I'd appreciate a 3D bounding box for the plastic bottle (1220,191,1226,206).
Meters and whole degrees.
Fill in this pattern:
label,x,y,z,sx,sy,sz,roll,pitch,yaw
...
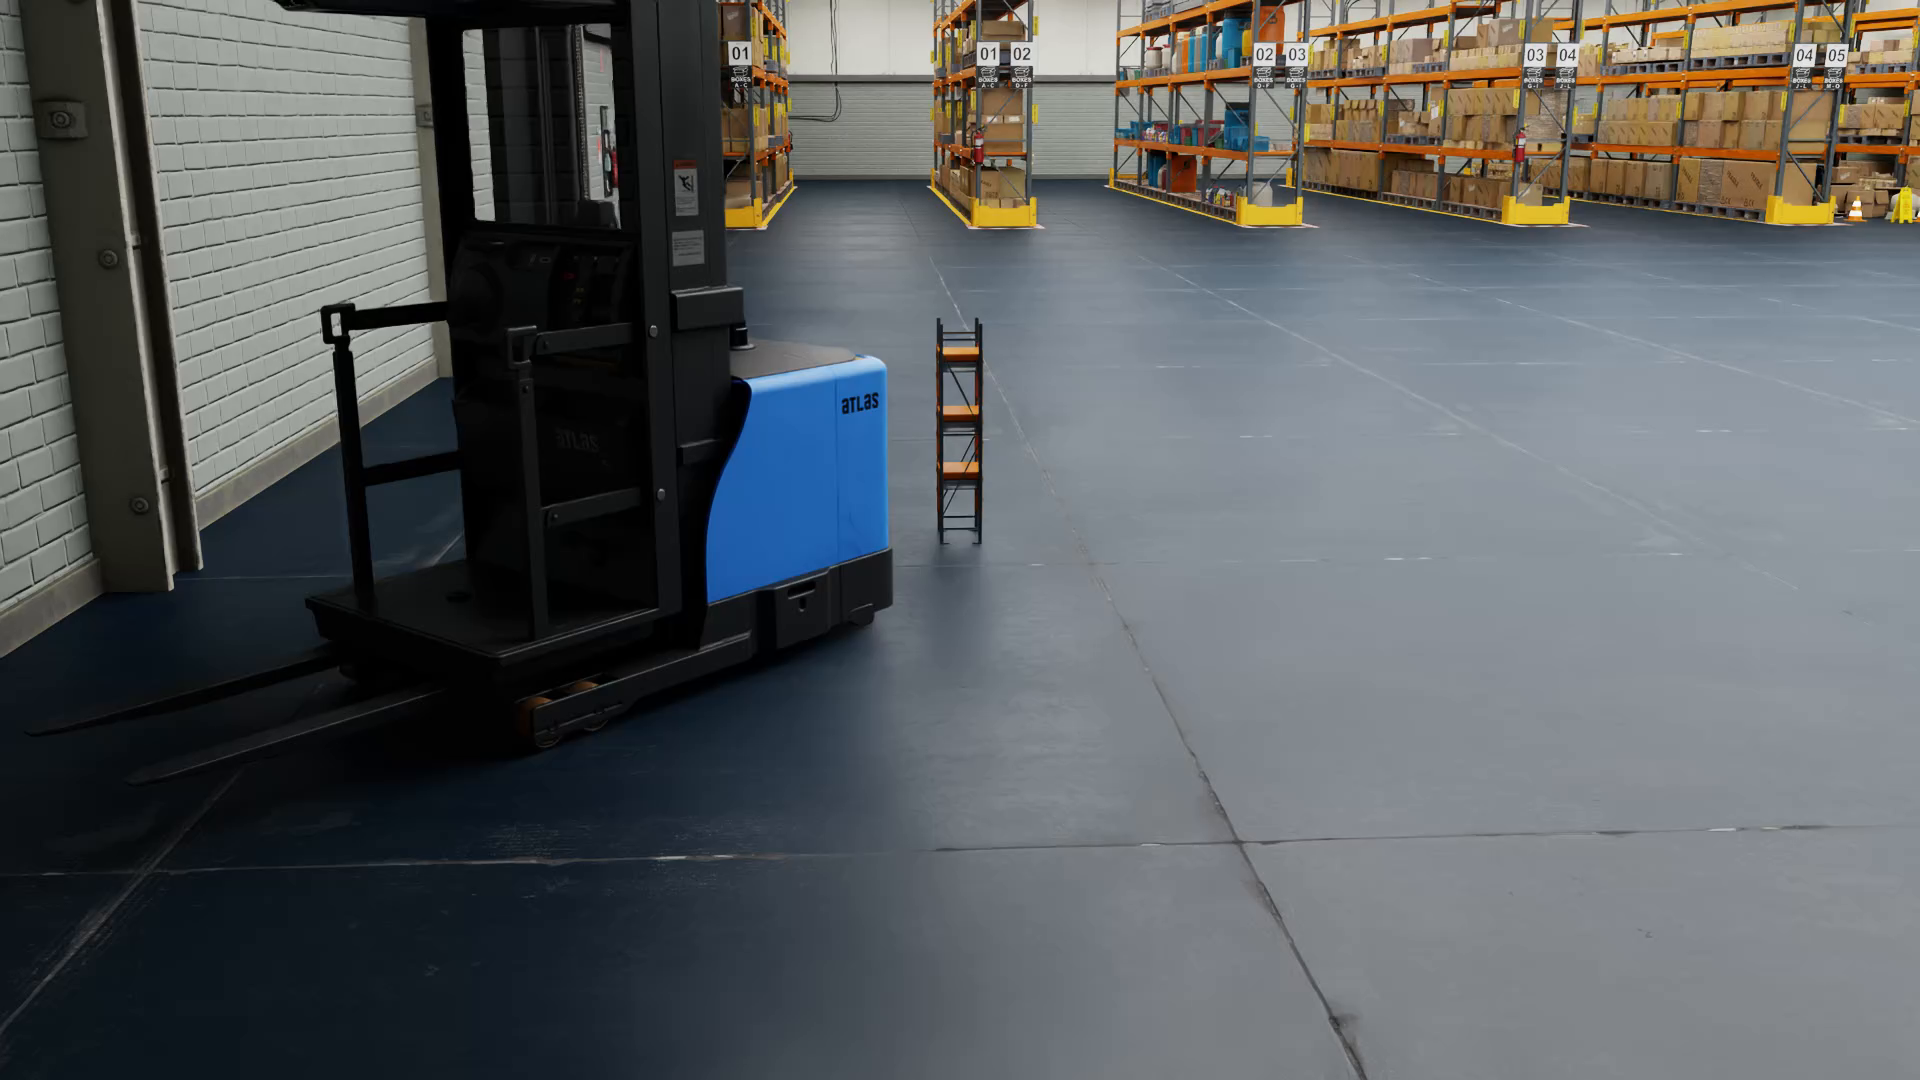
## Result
label,x,y,z,sx,sy,sz,roll,pitch,yaw
plastic bottle,5.184,-6.682,32.559,0.152,0.276,0.135,-1,14,-5

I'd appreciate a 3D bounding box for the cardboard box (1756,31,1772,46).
label,x,y,z,sx,sy,sz,roll,pitch,yaw
cardboard box,15.293,-9.386,31.127,0.500,0.250,0.500,-1,14,-3

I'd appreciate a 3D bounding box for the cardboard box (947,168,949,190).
label,x,y,z,sx,sy,sz,roll,pitch,yaw
cardboard box,-0.032,-8.514,39.233,0.500,0.500,0.500,-1,14,-5

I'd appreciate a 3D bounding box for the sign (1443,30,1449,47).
label,x,y,z,sx,sy,sz,roll,pitch,yaw
sign,9.874,-10.196,33.786,0.100,0.325,0.005,-1,14,-3

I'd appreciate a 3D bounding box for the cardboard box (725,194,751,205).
label,x,y,z,sx,sy,sz,roll,pitch,yaw
cardboard box,-4.145,-6.313,31.058,0.500,0.311,0.500,0,14,1

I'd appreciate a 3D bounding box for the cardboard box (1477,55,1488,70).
label,x,y,z,sx,sy,sz,roll,pitch,yaw
cardboard box,10.298,-9.189,32.004,0.500,0.250,0.500,-1,14,-4

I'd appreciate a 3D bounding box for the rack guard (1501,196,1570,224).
label,x,y,z,sx,sy,sz,roll,pitch,yaw
rack guard,10.671,-6.125,30.829,1.175,0.500,0.348,-1,14,-3

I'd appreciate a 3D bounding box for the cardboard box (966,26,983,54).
label,x,y,z,sx,sy,sz,roll,pitch,yaw
cardboard box,0.516,-9.522,31.663,0.797,0.503,0.637,1,14,3

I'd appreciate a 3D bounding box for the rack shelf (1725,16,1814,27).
label,x,y,z,sx,sy,sz,roll,pitch,yaw
rack shelf,19.947,-12.320,40.096,1.077,0.370,4.000,-1,14,-3

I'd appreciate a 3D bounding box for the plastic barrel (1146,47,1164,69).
label,x,y,z,sx,sy,sz,roll,pitch,yaw
plastic barrel,4.771,-11.812,40.779,0.433,0.535,0.433,0,14,0

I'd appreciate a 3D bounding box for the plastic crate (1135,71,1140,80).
label,x,y,z,sx,sy,sz,roll,pitch,yaw
plastic crate,4.660,-11.675,41.790,0.450,0.188,0.662,-1,14,-3

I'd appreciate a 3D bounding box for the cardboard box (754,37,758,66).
label,x,y,z,sx,sy,sz,roll,pitch,yaw
cardboard box,-3.925,-8.819,30.023,0.500,0.500,0.500,0,14,0

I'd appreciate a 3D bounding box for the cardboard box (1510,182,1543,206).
label,x,y,z,sx,sy,sz,roll,pitch,yaw
cardboard box,10.653,-6.465,31.307,0.500,0.500,0.500,2,15,7

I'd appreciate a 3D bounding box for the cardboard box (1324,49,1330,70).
label,x,y,z,sx,sy,sz,roll,pitch,yaw
cardboard box,9.795,-12.382,42.865,0.700,0.500,0.500,0,14,-1

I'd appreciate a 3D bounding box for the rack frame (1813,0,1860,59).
label,x,y,z,sx,sy,sz,roll,pitch,yaw
rack frame,20.071,-12.365,38.024,1.000,3.000,0.127,-1,14,-3

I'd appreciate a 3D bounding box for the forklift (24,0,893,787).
label,x,y,z,sx,sy,sz,roll,pitch,yaw
forklift,-1.578,-0.882,5.573,1.130,2.935,3.031,11,18,37

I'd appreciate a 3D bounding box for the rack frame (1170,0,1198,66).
label,x,y,z,sx,sy,sz,roll,pitch,yaw
rack frame,5.236,-12.135,37.132,1.000,3.000,0.127,-1,14,-3

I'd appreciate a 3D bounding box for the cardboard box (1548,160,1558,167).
label,x,y,z,sx,sy,sz,roll,pitch,yaw
cardboard box,14.733,-9.261,40.671,0.500,0.250,0.500,0,14,-1

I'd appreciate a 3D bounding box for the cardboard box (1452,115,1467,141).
label,x,y,z,sx,sy,sz,roll,pitch,yaw
cardboard box,10.389,-8.266,33.336,0.875,0.500,0.500,-1,14,-3

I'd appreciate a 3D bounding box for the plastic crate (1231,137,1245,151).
label,x,y,z,sx,sy,sz,roll,pitch,yaw
plastic crate,5.368,-7.450,31.259,0.499,0.251,0.408,-1,14,-3

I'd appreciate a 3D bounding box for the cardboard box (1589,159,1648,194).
label,x,y,z,sx,sy,sz,roll,pitch,yaw
cardboard box,15.084,-8.319,38.010,1.050,0.750,0.750,-1,14,-4

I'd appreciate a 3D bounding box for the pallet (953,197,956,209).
label,x,y,z,sx,sy,sz,roll,pitch,yaw
pallet,0.377,-7.296,35.959,1.003,0.211,1.213,-1,14,-3

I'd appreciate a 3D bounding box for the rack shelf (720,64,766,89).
label,x,y,z,sx,sy,sz,roll,pitch,yaw
rack shelf,-4.280,-8.689,31.201,1.077,0.370,4.000,-1,14,-3

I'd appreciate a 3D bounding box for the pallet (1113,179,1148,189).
label,x,y,z,sx,sy,sz,roll,pitch,yaw
pallet,4.753,-9.663,45.160,1.003,0.211,1.213,-1,14,-3

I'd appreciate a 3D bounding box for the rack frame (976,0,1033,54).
label,x,y,z,sx,sy,sz,roll,pitch,yaw
rack frame,0.788,-10.070,29.105,1.000,3.000,0.127,-1,14,-3

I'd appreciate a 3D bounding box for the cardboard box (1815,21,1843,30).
label,x,y,z,sx,sy,sz,roll,pitch,yaw
cardboard box,15.929,-9.425,30.479,0.380,0.149,0.250,-1,14,-3

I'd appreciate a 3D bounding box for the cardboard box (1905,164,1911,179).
label,x,y,z,sx,sy,sz,roll,pitch,yaw
cardboard box,24.582,-9.401,42.717,0.500,0.500,0.500,0,14,-1

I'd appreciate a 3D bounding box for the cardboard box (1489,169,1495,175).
label,x,y,z,sx,sy,sz,roll,pitch,yaw
cardboard box,14.500,-9.921,44.849,0.380,0.149,0.250,-2,15,-6

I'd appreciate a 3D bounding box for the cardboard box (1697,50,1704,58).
label,x,y,z,sx,sy,sz,roll,pitch,yaw
cardboard box,15.085,-9.786,33.480,0.380,0.149,0.250,-1,14,-3

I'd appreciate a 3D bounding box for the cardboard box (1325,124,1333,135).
label,x,y,z,sx,sy,sz,roll,pitch,yaw
cardboard box,9.643,-10.478,42.436,0.500,0.250,0.500,-1,14,-4

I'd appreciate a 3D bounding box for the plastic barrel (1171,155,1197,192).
label,x,y,z,sx,sy,sz,roll,pitch,yaw
plastic barrel,5.189,-8.504,38.569,0.600,0.830,0.708,-1,14,-3

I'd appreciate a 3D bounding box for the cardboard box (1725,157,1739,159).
label,x,y,z,sx,sy,sz,roll,pitch,yaw
cardboard box,19.941,-9.476,42.255,0.875,0.875,0.875,0,14,-2

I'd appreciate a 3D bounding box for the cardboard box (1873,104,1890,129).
label,x,y,z,sx,sy,sz,roll,pitch,yaw
cardboard box,20.029,-9.095,35.715,0.500,0.500,0.500,-1,14,-3

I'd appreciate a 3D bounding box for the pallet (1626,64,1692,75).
label,x,y,z,sx,sy,sz,roll,pitch,yaw
pallet,15.301,-10.282,36.326,1.003,0.211,1.213,0,14,-1

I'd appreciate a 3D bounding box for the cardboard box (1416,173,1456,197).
label,x,y,z,sx,sy,sz,roll,pitch,yaw
cardboard box,10.365,-7.725,36.164,0.700,0.500,0.500,-2,15,-8

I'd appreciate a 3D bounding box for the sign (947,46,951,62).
label,x,y,z,sx,sy,sz,roll,pitch,yaw
sign,-0.250,-10.849,37.117,0.100,0.325,0.005,-1,14,-3

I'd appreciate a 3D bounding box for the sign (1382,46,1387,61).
label,x,y,z,sx,sy,sz,roll,pitch,yaw
sign,9.625,-11.041,37.703,0.100,0.325,0.005,-1,14,-3

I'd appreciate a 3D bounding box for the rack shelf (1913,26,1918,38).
label,x,y,z,sx,sy,sz,roll,pitch,yaw
rack shelf,24.901,-12.398,40.398,1.077,0.370,4.000,-1,14,-3

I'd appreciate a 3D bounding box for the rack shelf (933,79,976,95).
label,x,y,z,sx,sy,sz,roll,pitch,yaw
rack shelf,-0.080,-11.751,43.101,1.077,0.370,4.000,-1,14,-3

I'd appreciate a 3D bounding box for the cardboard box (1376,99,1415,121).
label,x,y,z,sx,sy,sz,roll,pitch,yaw
cardboard box,10.151,-10.023,38.747,0.797,0.503,0.637,0,14,-2

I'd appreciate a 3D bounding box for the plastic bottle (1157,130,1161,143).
label,x,y,z,sx,sy,sz,roll,pitch,yaw
plastic bottle,4.715,-9.552,39.364,0.061,0.283,0.133,-1,14,-3

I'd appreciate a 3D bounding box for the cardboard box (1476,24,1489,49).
label,x,y,z,sx,sy,sz,roll,pitch,yaw
cardboard box,10.710,-10.091,33.405,0.500,0.500,0.500,-1,14,-5

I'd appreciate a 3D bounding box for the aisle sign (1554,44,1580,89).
label,x,y,z,sx,sy,sz,roll,pitch,yaw
aisle sign,10.979,-8.565,30.078,0.394,0.787,0.004,-1,14,-3

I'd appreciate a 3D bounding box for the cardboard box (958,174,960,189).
label,x,y,z,sx,sy,sz,roll,pitch,yaw
cardboard box,0.229,-7.399,34.314,0.500,0.311,0.500,-1,14,-3

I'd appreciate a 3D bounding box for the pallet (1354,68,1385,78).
label,x,y,z,sx,sy,sz,roll,pitch,yaw
pallet,10.015,-11.105,39.526,1.003,0.211,1.213,0,14,-1

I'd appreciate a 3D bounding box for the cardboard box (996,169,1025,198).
label,x,y,z,sx,sy,sz,roll,pitch,yaw
cardboard box,0.944,-6.661,31.065,0.500,0.500,0.500,-1,14,-3

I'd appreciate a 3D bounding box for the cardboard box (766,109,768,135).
label,x,y,z,sx,sy,sz,roll,pitch,yaw
cardboard box,-4.066,-8.270,32.903,0.500,0.500,0.500,-1,14,-4

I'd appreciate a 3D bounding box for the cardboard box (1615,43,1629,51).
label,x,y,z,sx,sy,sz,roll,pitch,yaw
cardboard box,15.355,-11.463,38.801,0.396,0.266,0.258,-1,14,-3

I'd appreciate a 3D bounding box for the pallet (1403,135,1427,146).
label,x,y,z,sx,sy,sz,roll,pitch,yaw
pallet,10.343,-8.722,36.289,1.003,0.211,1.213,-1,14,-3

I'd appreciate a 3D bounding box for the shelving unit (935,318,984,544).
label,x,y,z,sx,sy,sz,roll,pitch,yaw
shelving unit,-0.003,-0.522,7.947,0.215,1.050,0.252,-1,14,-3
